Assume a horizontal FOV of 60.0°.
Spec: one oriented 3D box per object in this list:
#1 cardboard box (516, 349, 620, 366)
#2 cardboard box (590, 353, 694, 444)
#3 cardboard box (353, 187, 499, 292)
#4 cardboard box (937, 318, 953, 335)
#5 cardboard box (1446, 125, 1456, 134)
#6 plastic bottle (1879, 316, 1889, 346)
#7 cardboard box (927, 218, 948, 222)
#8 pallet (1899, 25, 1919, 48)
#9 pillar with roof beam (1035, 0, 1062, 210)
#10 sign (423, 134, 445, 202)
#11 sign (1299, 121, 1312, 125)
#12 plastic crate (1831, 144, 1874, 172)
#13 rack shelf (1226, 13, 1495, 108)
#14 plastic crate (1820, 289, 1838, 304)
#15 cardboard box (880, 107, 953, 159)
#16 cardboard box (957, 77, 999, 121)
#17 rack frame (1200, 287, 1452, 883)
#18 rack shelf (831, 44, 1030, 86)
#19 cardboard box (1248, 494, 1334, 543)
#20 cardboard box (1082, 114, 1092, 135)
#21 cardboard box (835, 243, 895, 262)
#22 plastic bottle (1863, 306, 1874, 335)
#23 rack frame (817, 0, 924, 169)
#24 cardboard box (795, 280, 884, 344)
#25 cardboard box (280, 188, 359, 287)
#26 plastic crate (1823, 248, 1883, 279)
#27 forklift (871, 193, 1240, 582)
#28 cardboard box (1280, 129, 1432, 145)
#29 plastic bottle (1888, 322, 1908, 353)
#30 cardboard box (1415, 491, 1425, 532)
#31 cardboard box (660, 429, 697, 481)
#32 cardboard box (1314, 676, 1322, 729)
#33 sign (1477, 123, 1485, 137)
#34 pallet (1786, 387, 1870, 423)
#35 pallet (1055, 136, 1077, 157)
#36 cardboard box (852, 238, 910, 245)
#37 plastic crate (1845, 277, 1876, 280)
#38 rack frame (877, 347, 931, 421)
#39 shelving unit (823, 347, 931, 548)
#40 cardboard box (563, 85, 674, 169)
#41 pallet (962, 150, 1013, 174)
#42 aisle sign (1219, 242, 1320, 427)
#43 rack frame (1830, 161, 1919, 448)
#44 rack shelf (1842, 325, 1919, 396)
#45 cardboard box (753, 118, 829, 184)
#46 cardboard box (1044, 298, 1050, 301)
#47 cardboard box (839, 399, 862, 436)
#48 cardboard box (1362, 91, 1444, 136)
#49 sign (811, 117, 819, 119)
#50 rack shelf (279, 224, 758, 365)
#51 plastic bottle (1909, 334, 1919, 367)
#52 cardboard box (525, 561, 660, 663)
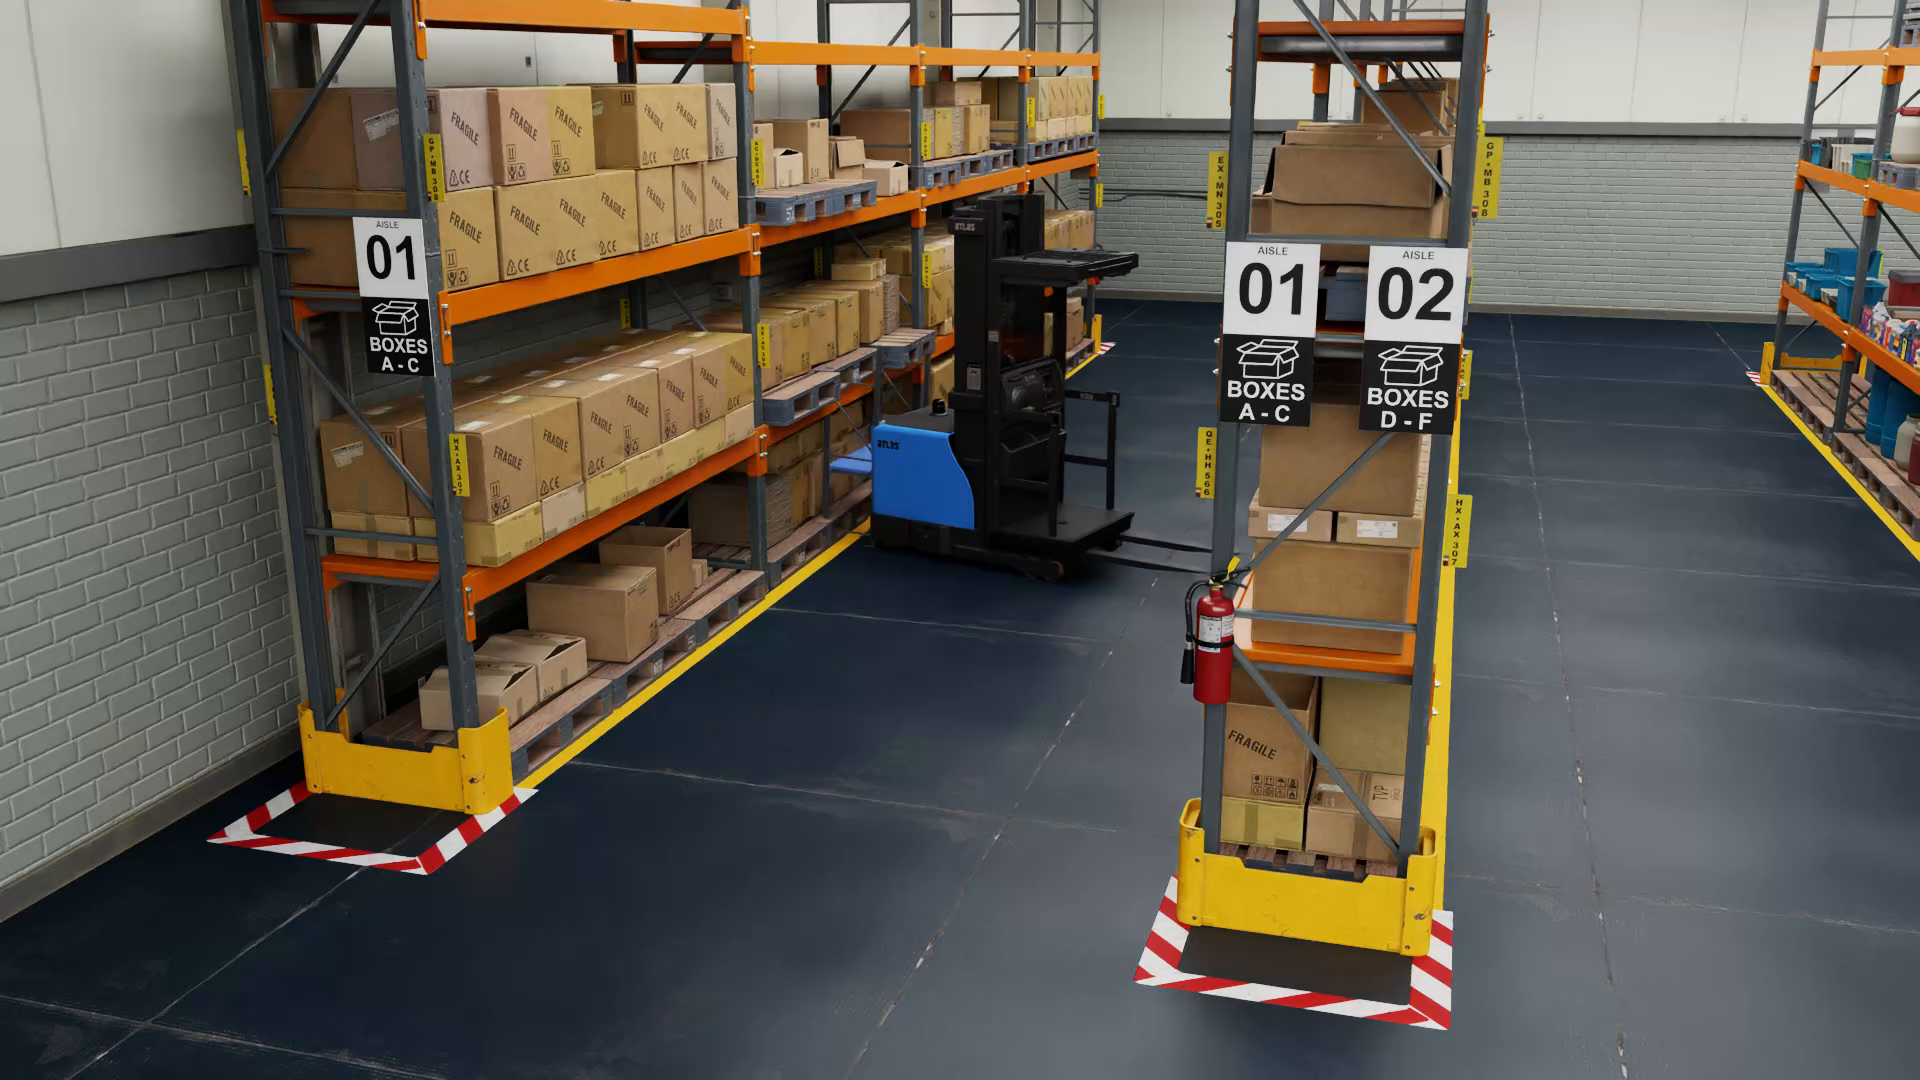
[{"bbox_3d":[-2.610,-0.985,11.170,0.500,0.500,0.500,5,17,17],"label":"cardboard box"},{"bbox_3d":[-2.107,-0.947,11.036,0.500,0.500,0.500,4,16,14],"label":"cardboard box"},{"bbox_3d":[-2.781,-1.581,8.690,0.500,0.500,0.500,5,17,17],"label":"cardboard box"},{"bbox_3d":[-0.290,-2.190,16.979,0.380,0.149,0.250,5,17,18],"label":"cardboard box"},{"bbox_3d":[5.421,-4.488,18.517,0.500,0.250,0.500,5,16,16],"label":"cardboard box"},{"bbox_3d":[9.028,-2.032,16.211,0.061,0.283,0.133,5,16,16],"label":"plastic bottle"},{"bbox_3d":[-0.086,-3.613,19.432,0.500,0.250,0.500,5,17,18],"label":"cardboard box"},{"bbox_3d":[9.587,-4.768,15.726,1.003,0.211,1.213,5,16,16],"label":"pallet"},{"bbox_3d":[5.497,-7.524,24.365,9.100,9.000,0.400,5,16,16],"label":"pillar with roof beam"},{"bbox_3d":[-2.595,-1.834,8.199,0.100,0.325,0.005,5,16,16],"label":"sign"},{"bbox_3d":[2.249,-2.558,10.831,0.100,0.325,0.005,5,16,16],"label":"sign"},{"bbox_3d":[10.004,-4.260,18.572,0.437,0.282,0.530,5,16,16],"label":"plastic crate"},{"bbox_3d":[2.203,-2.500,8.704,1.077,0.370,4.000,5,16,16],"label":"rack shelf"},{"bbox_3d":[10.000,-2.764,18.952,0.293,0.136,0.466,5,16,16],"label":"plastic crate"},{"bbox_3d":[-0.489,-4.226,17.245,0.700,0.500,0.500,6,17,19],"label":"cardboard box"},{"bbox_3d":[0.269,-5.334,20.090,0.500,0.500,0.500,4,16,15],"label":"cardboard box"},{"bbox_3d":[1.635,0.371,7.525,1.000,3.000,0.127,5,16,16],"label":"rack frame"},{"bbox_3d":[-0.274,-4.976,17.434,1.077,0.370,4.000,5,16,16],"label":"rack shelf"},{"bbox_3d":[1.561,-0.104,7.827,0.380,0.149,0.250,4,16,15],"label":"cardboard box"},{"bbox_3d":[1.478,-5.607,22.426,0.500,0.250,0.500,5,17,18],"label":"cardboard box"},{"bbox_3d":[-0.962,-2.806,16.585,0.500,0.250,0.500,5,17,17],"label":"cardboard box"},{"bbox_3d":[9.242,-2.230,16.907,0.061,0.283,0.133,5,16,16],"label":"plastic bottle"},{"bbox_3d":[-0.842,-4.991,15.436,1.000,3.000,0.127,5,16,16],"label":"rack frame"},{"bbox_3d":[-1.099,-2.093,15.222,0.700,0.500,0.500,3,16,11],"label":"cardboard box"},{"bbox_3d":[-3.240,-1.642,8.904,0.500,0.500,0.500,6,17,20],"label":"cardboard box"},{"bbox_3d":[11.014,-3.374,20.552,0.616,0.435,0.499,5,16,16],"label":"plastic crate"},{"bbox_3d":[0.766,-1.245,13.346,3.031,2.935,1.130,10,19,31],"label":"forklift"},{"bbox_3d":[2.183,-2.017,9.230,0.797,0.503,0.637,7,17,22],"label":"cardboard box"},{"bbox_3d":[8.967,-1.929,15.862,0.152,0.276,0.135,5,16,16],"label":"plastic bottle"},{"bbox_3d":[2.025,-0.145,7.970,0.380,0.149,0.250,4,16,14],"label":"cardboard box"},{"bbox_3d":[-2.101,-0.586,11.138,0.500,0.250,0.500,5,16,16],"label":"cardboard box"},{"bbox_3d":[1.772,0.705,9.243,0.500,0.500,0.500,5,16,16],"label":"cardboard box"},{"bbox_3d":[4.438,-3.407,14.254,0.100,0.325,0.005,5,16,16],"label":"sign"},{"bbox_3d":[10.310,-1.558,19.434,1.003,0.211,1.213,5,16,16],"label":"pallet"},{"bbox_3d":[0.886,-5.084,21.421,1.003,0.211,1.213,5,16,16],"label":"pallet"},{"bbox_3d":[-0.811,-2.941,17.061,0.500,0.250,0.500,4,16,14],"label":"cardboard box"},{"bbox_3d":[10.872,-3.105,20.151,0.396,0.136,0.243,5,16,16],"label":"plastic crate"},{"bbox_3d":[-0.519,-0.954,14.867,0.500,1.500,0.032,9,19,21],"label":"rack frame"},{"bbox_3d":[-0.718,-0.820,14.419,0.538,1.500,1.048,9,19,21],"label":"shelving unit"},{"bbox_3d":[-2.145,-2.607,10.474,0.500,0.500,0.500,4,16,14],"label":"cardboard box"},{"bbox_3d":[0.081,-4.259,18.702,0.805,0.209,1.217,4,16,14],"label":"pallet"},{"bbox_3d":[1.335,-0.885,7.190,0.394,0.787,0.004,5,16,16],"label":"aisle sign"},{"bbox_3d":[9.793,-2.384,17.236,1.000,3.000,0.127,5,16,16],"label":"rack frame"},{"bbox_3d":[9.225,-1.514,15.489,1.077,0.370,4.000,5,16,16],"label":"rack shelf"},{"bbox_3d":[-1.396,-3.211,13.705,0.500,0.500,0.500,4,16,14],"label":"cardboard box"},{"bbox_3d":[1.029,-3.235,22.859,0.380,0.149,0.250,5,16,16],"label":"cardboard box"},{"bbox_3d":[-1.219,-1.138,15.246,0.500,0.250,0.500,5,17,17],"label":"cardboard box"},{"bbox_3d":[2.985,-2.768,11.224,0.500,0.500,0.500,5,17,17],"label":"cardboard box"},{"bbox_3d":[-1.372,-3.880,15.923,0.100,0.325,0.005,5,16,16],"label":"sign"},{"bbox_3d":[-2.547,-1.633,10.409,1.077,0.370,4.000,5,16,16],"label":"rack shelf"},{"bbox_3d":[8.687,-1.719,15.106,0.061,0.283,0.133,5,16,16],"label":"plastic bottle"},{"bbox_3d":[-2.414,0.467,10.959,0.700,0.500,0.500,4,16,12],"label":"cardboard box"}]
